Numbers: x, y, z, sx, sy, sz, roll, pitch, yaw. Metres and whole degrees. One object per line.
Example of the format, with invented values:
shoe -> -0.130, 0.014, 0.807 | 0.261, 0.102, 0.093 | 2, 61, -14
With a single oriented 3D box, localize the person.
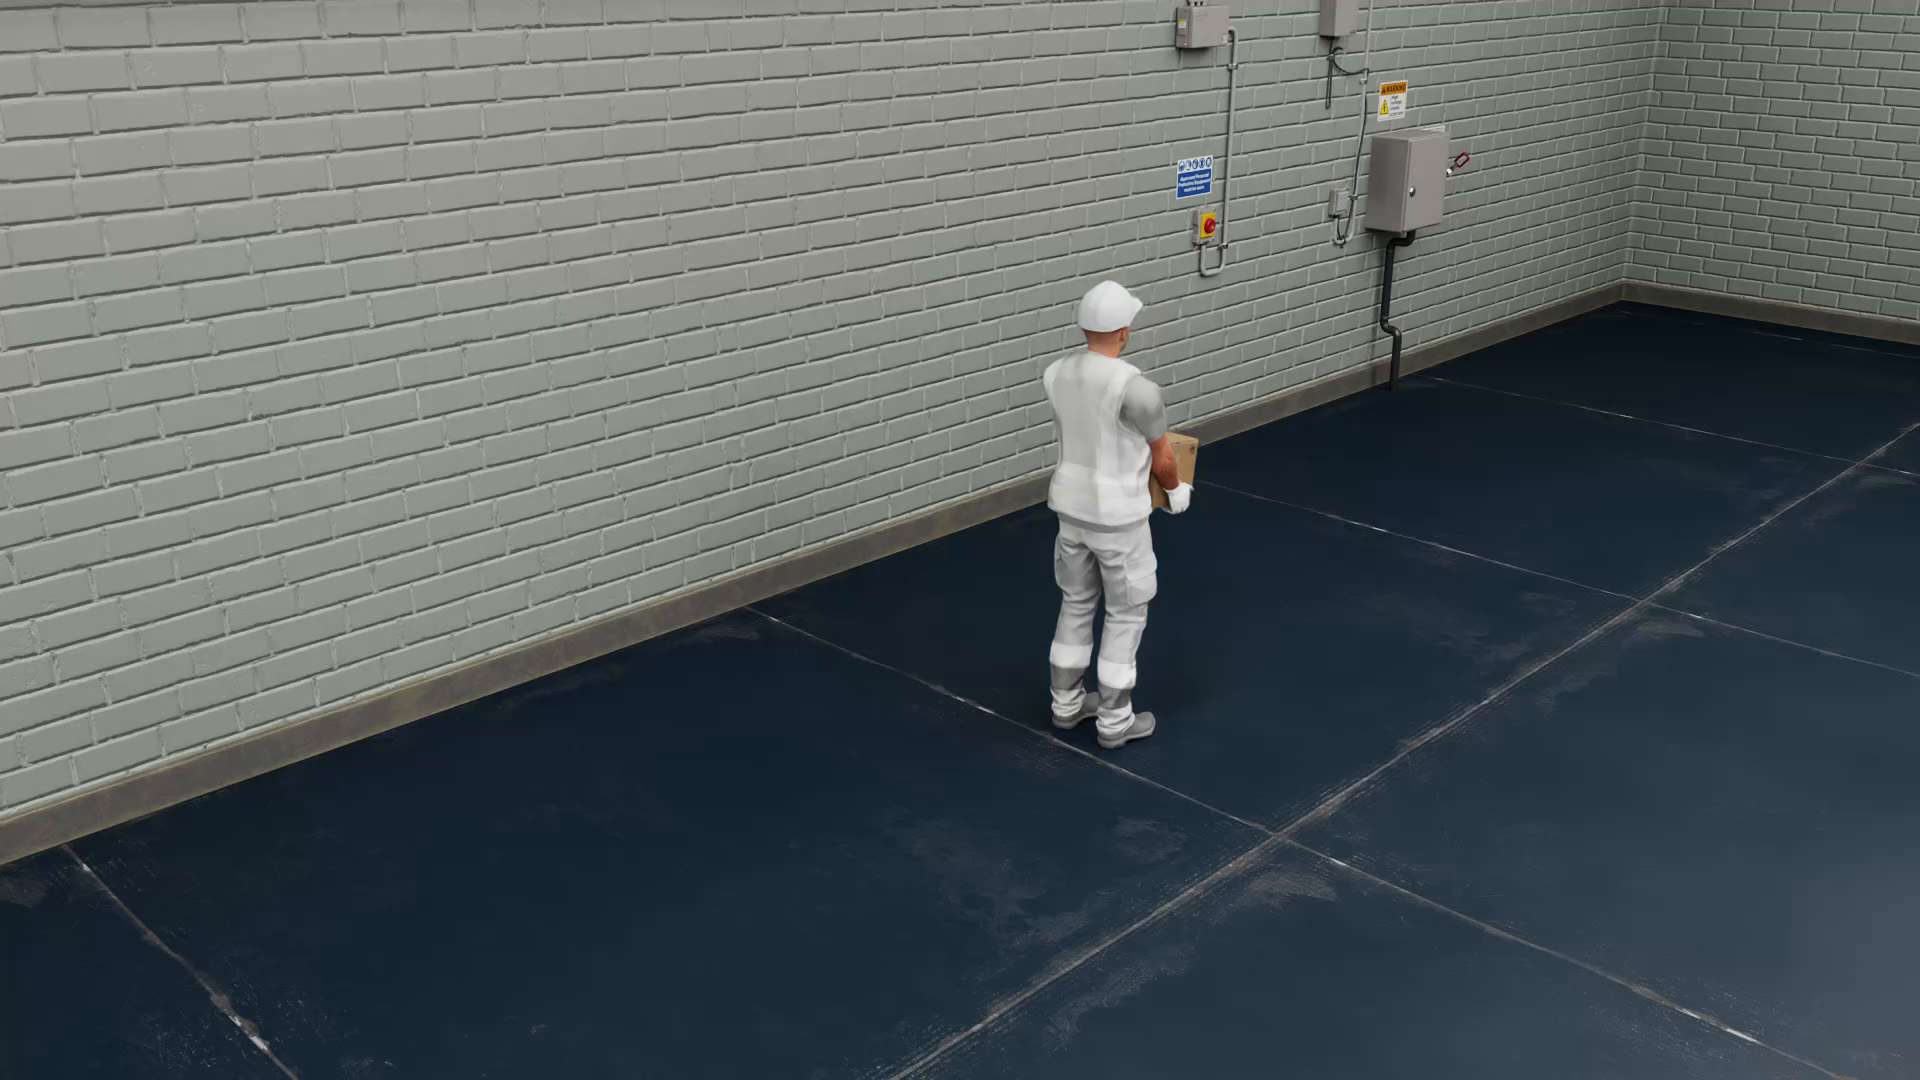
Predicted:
person -> 0.603, -0.119, 6.362 | 0.495, 1.786, 0.563 | 18, 27, 40
